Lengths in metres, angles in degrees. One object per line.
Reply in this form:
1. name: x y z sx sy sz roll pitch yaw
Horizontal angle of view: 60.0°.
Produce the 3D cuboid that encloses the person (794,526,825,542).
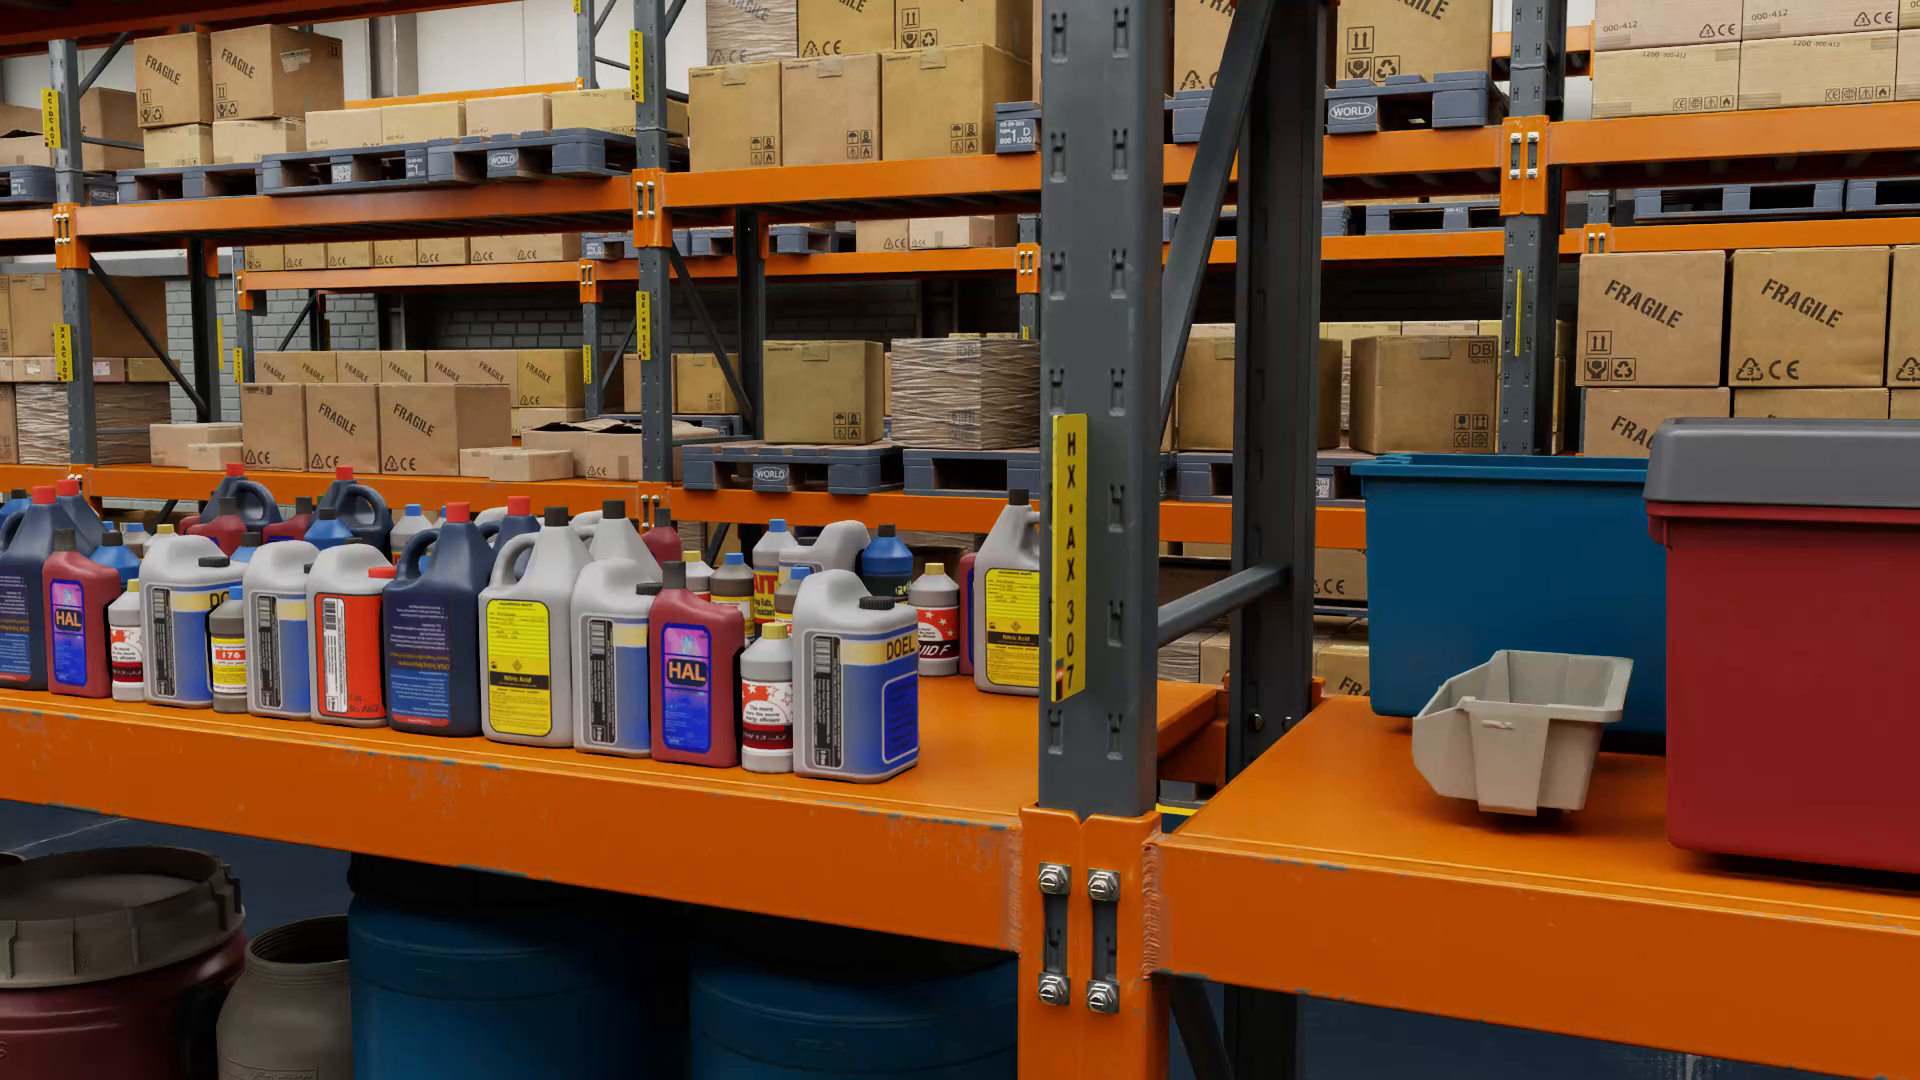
1. person: -0.843 -0.016 10.575 0.470 1.646 0.342 3 6 24
